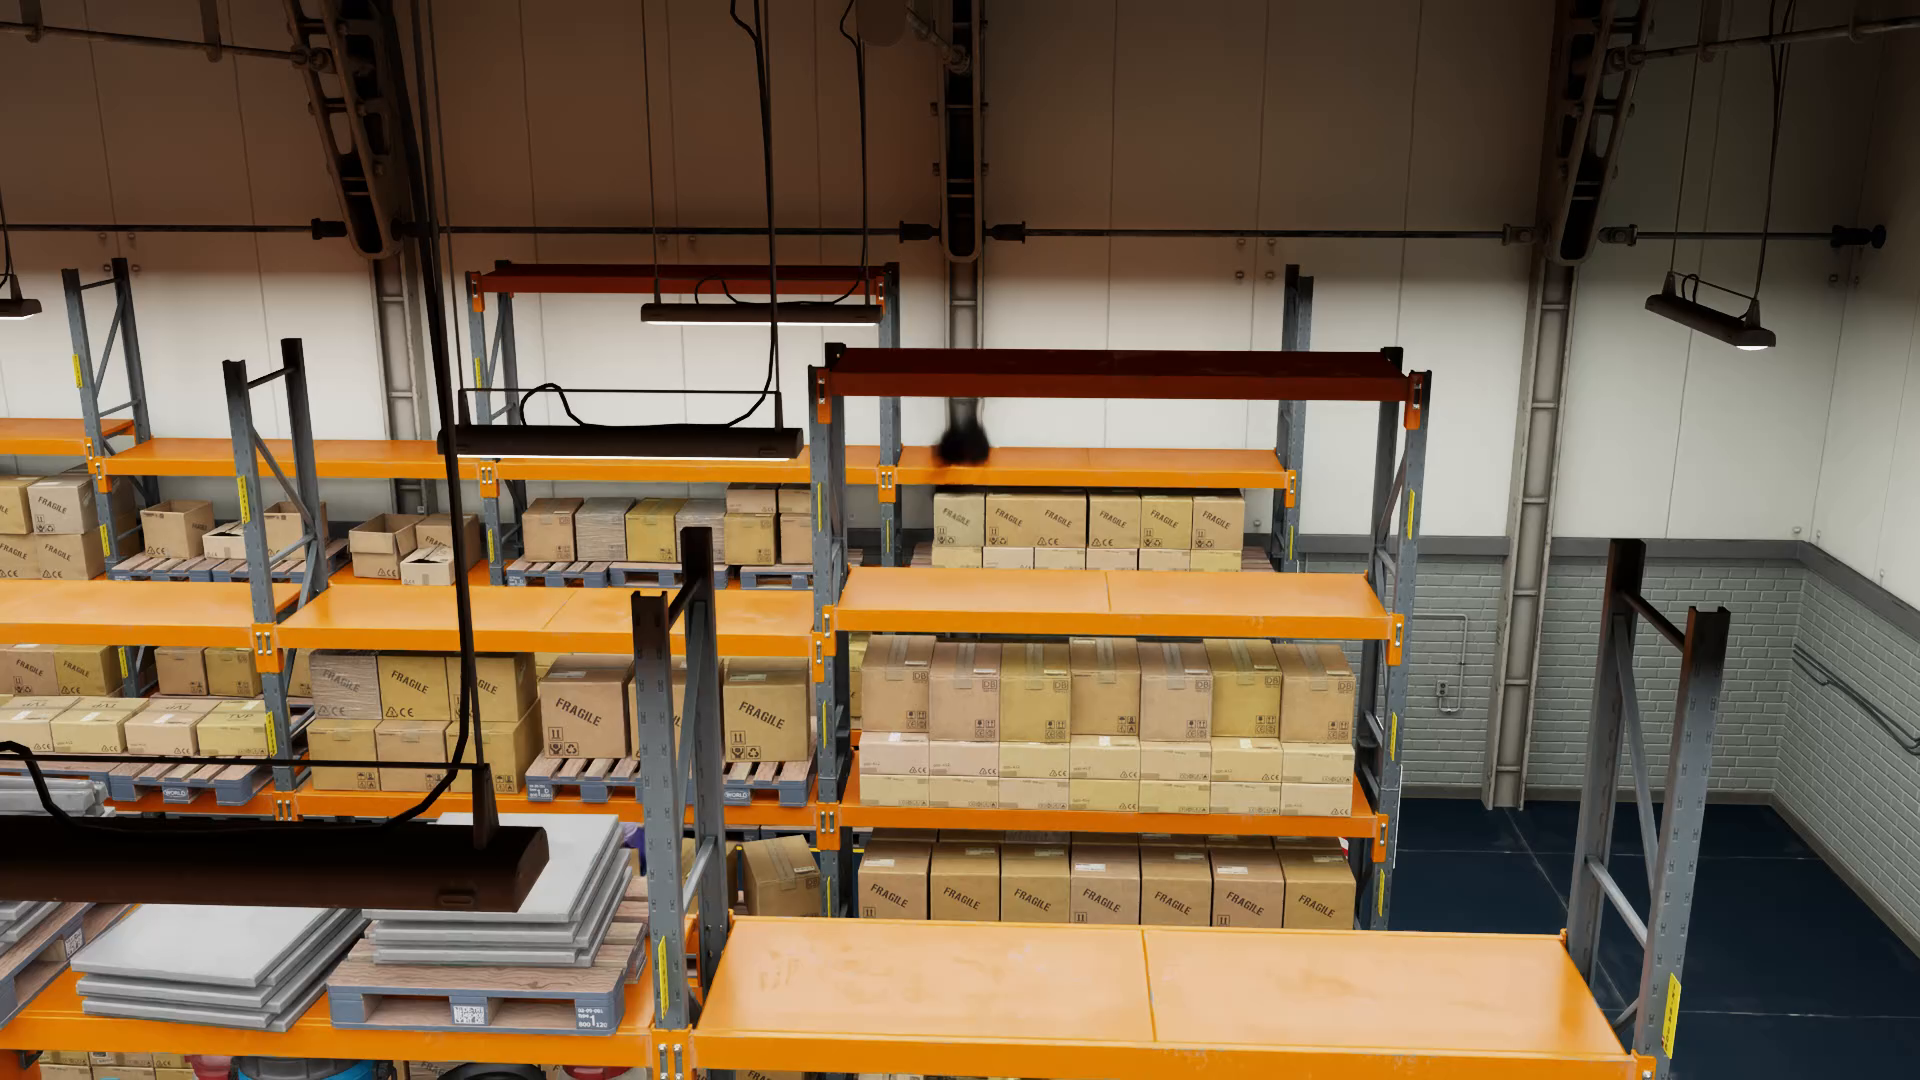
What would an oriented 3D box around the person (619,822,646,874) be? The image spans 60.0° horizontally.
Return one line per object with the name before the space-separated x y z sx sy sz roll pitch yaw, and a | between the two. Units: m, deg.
person | -3.194 2.978 15.727 0.771 1.482 0.622 4 17 14
